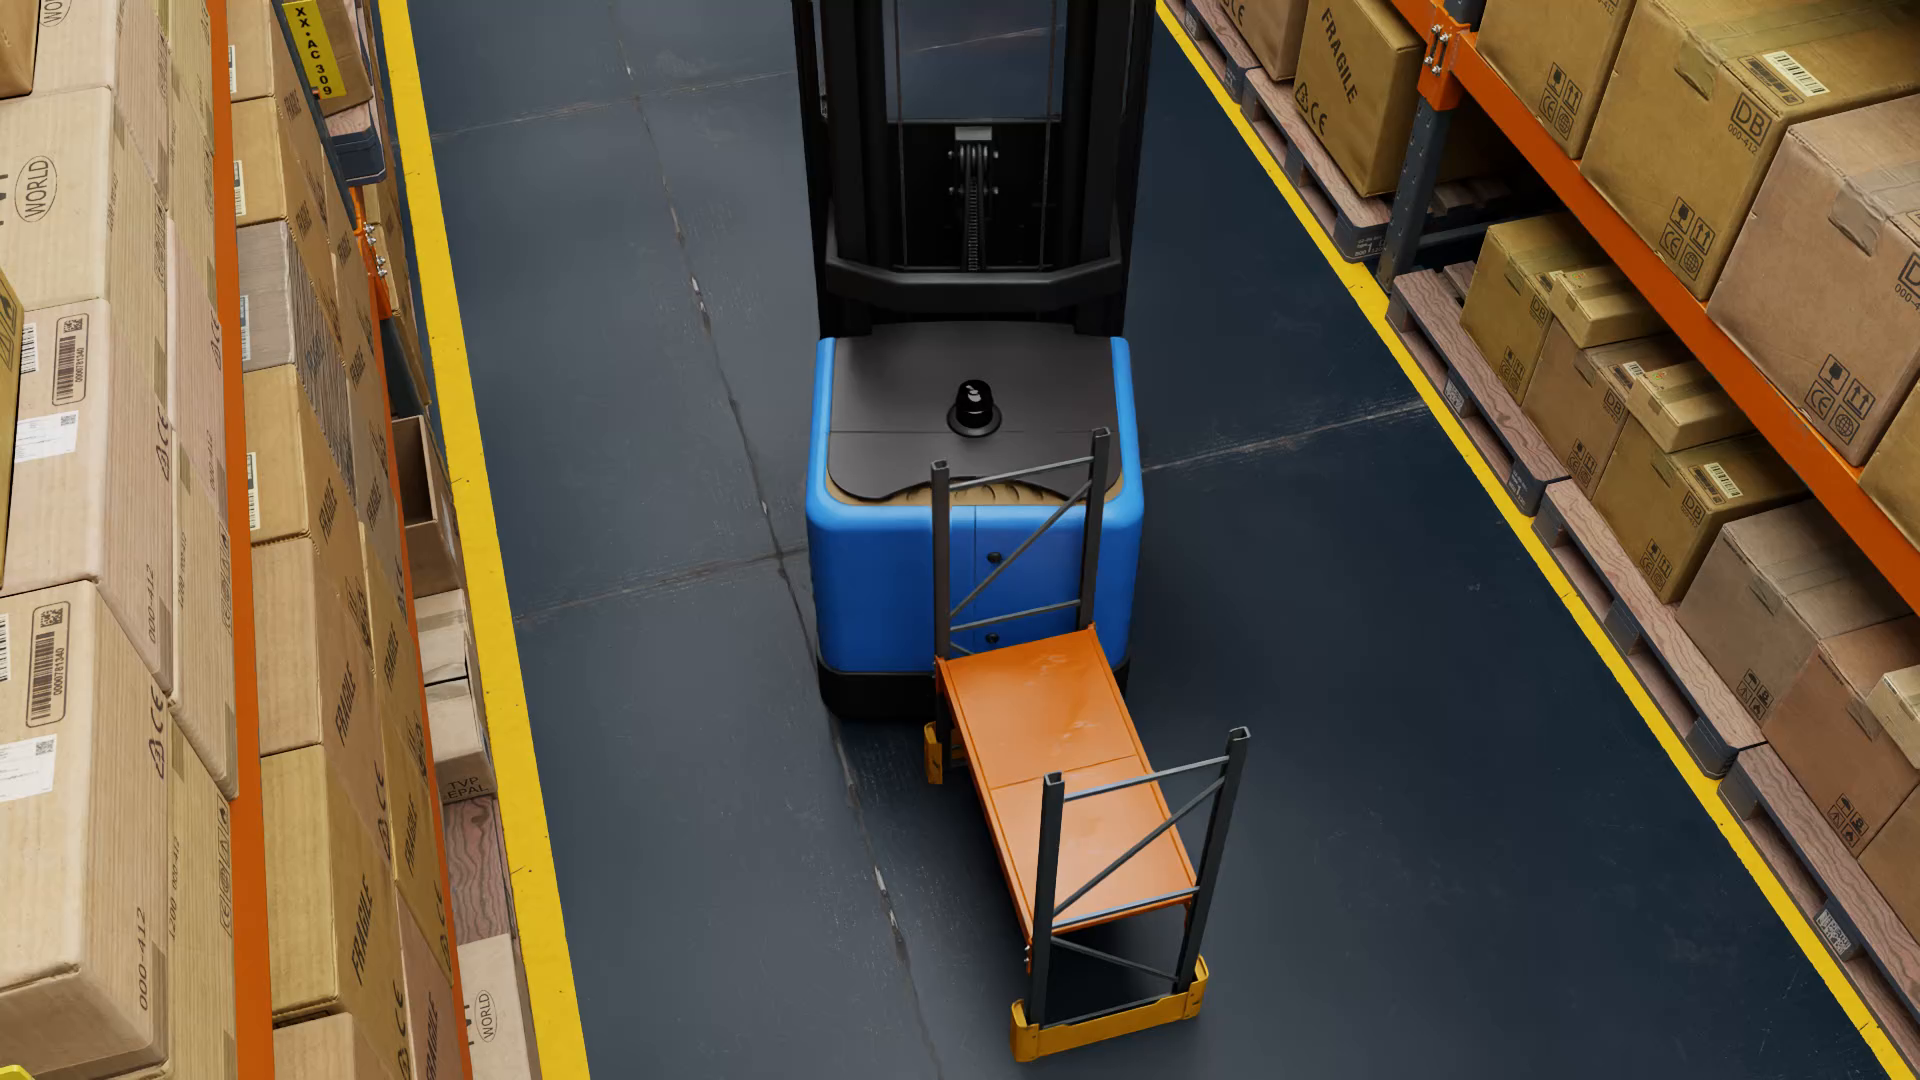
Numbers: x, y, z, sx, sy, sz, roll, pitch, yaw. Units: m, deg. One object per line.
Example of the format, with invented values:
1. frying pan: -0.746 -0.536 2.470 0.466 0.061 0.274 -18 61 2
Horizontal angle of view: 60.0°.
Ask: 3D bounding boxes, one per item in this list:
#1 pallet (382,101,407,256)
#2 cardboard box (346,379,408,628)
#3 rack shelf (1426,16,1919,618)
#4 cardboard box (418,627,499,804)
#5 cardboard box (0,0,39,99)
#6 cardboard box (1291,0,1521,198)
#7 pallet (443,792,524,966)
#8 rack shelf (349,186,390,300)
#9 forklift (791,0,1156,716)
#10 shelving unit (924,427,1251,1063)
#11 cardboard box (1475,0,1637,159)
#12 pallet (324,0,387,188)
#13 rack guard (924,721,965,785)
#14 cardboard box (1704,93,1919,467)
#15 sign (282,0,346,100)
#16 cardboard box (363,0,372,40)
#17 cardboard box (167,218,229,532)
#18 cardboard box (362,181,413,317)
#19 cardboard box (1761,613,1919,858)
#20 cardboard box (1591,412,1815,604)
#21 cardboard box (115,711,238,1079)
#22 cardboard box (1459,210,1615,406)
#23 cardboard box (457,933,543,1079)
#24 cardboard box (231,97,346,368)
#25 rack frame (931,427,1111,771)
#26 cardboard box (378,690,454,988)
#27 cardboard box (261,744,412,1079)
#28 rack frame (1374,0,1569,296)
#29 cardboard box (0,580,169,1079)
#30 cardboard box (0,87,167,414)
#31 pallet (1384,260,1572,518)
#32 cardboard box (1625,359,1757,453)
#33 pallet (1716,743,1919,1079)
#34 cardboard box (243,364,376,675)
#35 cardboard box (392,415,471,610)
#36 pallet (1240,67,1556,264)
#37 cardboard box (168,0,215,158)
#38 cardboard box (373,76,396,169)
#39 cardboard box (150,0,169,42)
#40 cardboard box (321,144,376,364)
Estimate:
1. pallet: -3.080 -1.628 7.484 1.003 0.211 1.213 -13 51 -11
2. cardboard box: -1.738 -0.023 4.242 0.500 0.500 0.500 -12 51 -10
3. rack shelf: 2.884 -0.479 5.162 1.077 0.370 4.000 -13 51 -11
4. cardboard box: -1.777 0.576 5.273 0.500 0.311 0.500 -13 51 -11
5. cardboard box: -1.799 -0.932 2.392 0.700 0.500 0.500 -13 51 -11
6. cardboard box: 1.976 -2.059 7.155 0.750 0.750 0.750 -13 51 -11
7. pallet: -1.872 1.245 5.063 1.003 0.211 1.213 -13 51 -11
8. rack shelf: -3.030 -2.277 6.679 1.077 0.370 4.000 -13 51 -11
9. forklift: 0.040 -1.460 5.564 1.130 2.935 3.031 0 50 0
10. shelving unit: 0.305 0.616 4.750 0.587 1.500 1.083 -12 51 -10
11. cardboard box: 2.437 -1.868 5.667 0.980 0.700 0.700 -13 51 -10
12. pallet: -2.571 -1.595 5.758 1.003 0.211 1.213 -13 51 -11
13. rack guard: 0.172 0.652 5.537 0.587 0.250 0.087 -12 51 -10
14. cardboard box: 2.872 -0.805 4.770 0.980 0.700 0.700 -16 52 -13
15. sign: -1.923 -1.456 4.949 0.100 0.325 0.005 -13 51 -11
16. cardboard box: -3.121 -2.676 7.891 0.500 0.500 0.500 -12 51 -10
17. cardboard box: -1.450 -0.211 2.602 0.500 0.250 0.500 -13 51 -11
18. cardboard box: -2.517 -1.180 6.630 0.500 0.500 0.500 -13 51 -10
19. cardboard box: 3.025 0.566 5.171 0.700 0.500 0.500 -13 51 -11
20. cardboard box: 2.711 -0.189 5.807 0.700 0.500 0.500 -12 51 -10
21. cardboard box: -1.165 0.522 1.984 0.500 0.250 0.500 -13 51 -11
22. cardboard box: 2.416 -0.932 6.434 0.700 0.500 0.500 -13 51 -11
23. cardboard box: -1.441 1.426 4.597 0.500 0.250 0.500 -13 51 -11
24. cardboard box: -1.888 -0.719 4.175 0.500 0.500 0.500 -14 51 -12
25. rack frame: 0.167 0.235 5.071 0.500 1.500 0.032 -12 51 -10
26. cardboard box: -1.438 0.714 3.621 0.500 0.500 0.500 -13 51 -11
27. cardboard box: -1.297 0.755 2.933 0.500 0.500 0.500 -13 51 -11
28. rack frame: 2.292 -2.171 6.119 1.000 3.000 0.127 -13 51 -11
29. cardboard box: -1.159 0.359 1.794 0.500 0.250 0.500 -13 51 -11
30. cardboard box: -1.454 -0.371 2.410 0.500 0.250 0.500 -13 51 -11
31. pallet: 2.443 -0.699 6.702 1.003 0.211 1.213 -13 51 -11
32. cardboard box: 2.497 -0.468 5.619 0.380 0.149 0.250 -15 51 -12
33. pallet: 3.164 1.083 5.199 1.003 0.211 1.213 -13 51 -11
34. cardboard box: -1.591 0.017 3.554 0.500 0.500 0.500 -14 51 -11
35. cardboard box: -1.999 -0.033 5.663 0.500 0.500 0.500 -13 51 -11
36. pallet: 1.992 -1.819 7.645 1.003 0.211 1.213 -13 51 -11
37. cardboard box: -1.747 -0.941 3.218 0.500 0.250 0.500 -13 51 -11
38. cardboard box: -2.807 -1.916 7.251 0.500 0.500 0.500 -15 52 -12
39. cardboard box: -1.745 -1.103 3.027 0.500 0.250 0.500 -13 51 -11
40. cardboard box: -2.046 -0.774 4.875 0.500 0.500 0.500 -13 51 -10
